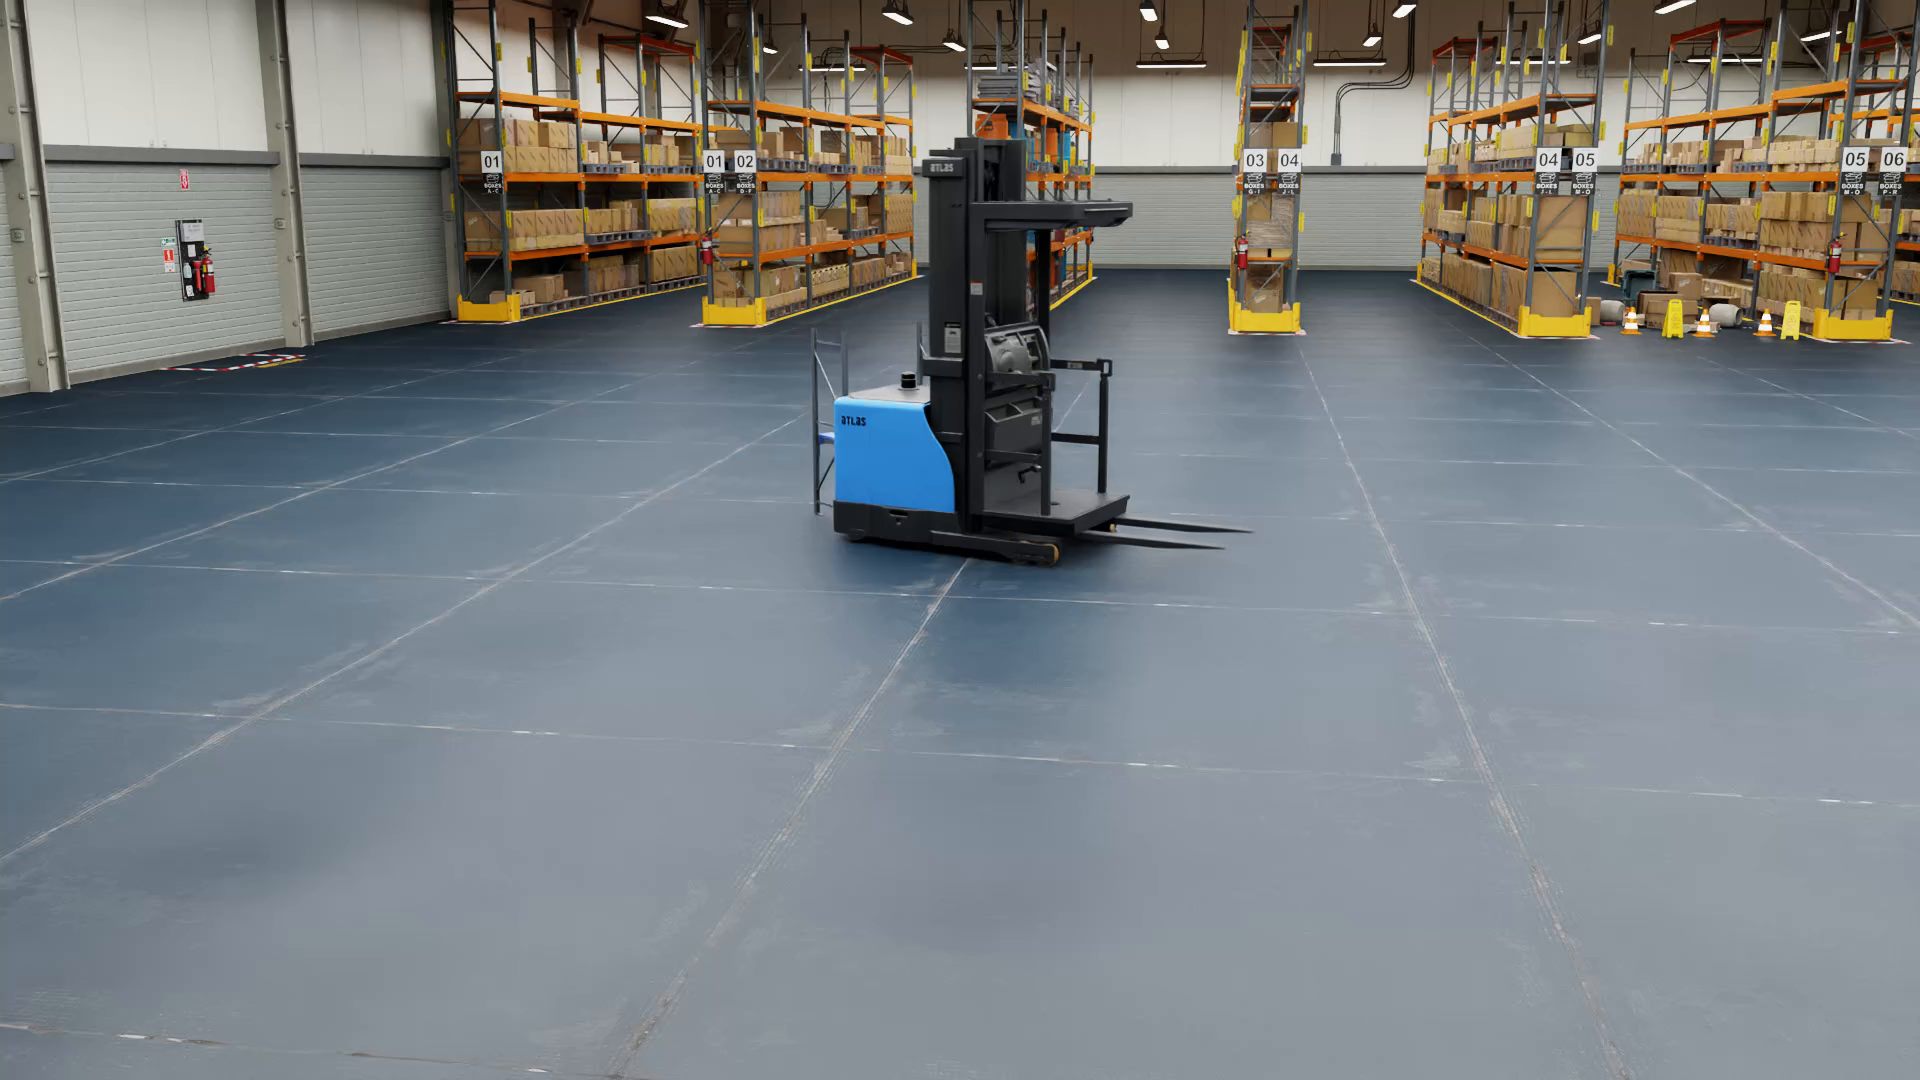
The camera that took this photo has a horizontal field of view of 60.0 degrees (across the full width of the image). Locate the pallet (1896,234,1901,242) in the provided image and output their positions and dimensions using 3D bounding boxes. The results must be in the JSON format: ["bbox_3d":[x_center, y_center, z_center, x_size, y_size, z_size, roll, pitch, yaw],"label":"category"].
[{"bbox_3d":[21.833,-7.004,38.329,1.003,0.211,1.213,2,12,9],"label":"pallet"}]

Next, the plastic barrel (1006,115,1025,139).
[{"bbox_3d":[0.983,-7.950,32.956,0.600,0.901,0.708,2,12,9],"label":"plastic barrel"}]

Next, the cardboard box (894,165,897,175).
[{"bbox_3d":[-1.943,-9.758,43.887,0.500,0.250,0.500,2,12,9],"label":"cardboard box"}]

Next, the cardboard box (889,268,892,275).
[{"bbox_3d":[-2.020,-7.154,44.252,0.380,0.166,0.250,2,12,9],"label":"cardboard box"}]

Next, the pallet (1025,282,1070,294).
[{"bbox_3d":[2.128,-6.125,40.415,1.003,0.211,1.213,2,12,9],"label":"pallet"}]

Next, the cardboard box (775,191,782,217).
[{"bbox_3d":[-3.945,-6.675,33.032,0.700,0.500,0.500,2,12,9],"label":"cardboard box"}]

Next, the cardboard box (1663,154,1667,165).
[{"bbox_3d":[16.736,-8.934,39.030,0.396,0.266,0.258,2,12,8],"label":"cardboard box"}]

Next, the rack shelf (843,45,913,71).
[{"bbox_3d":[-2.114,-12.686,43.816,1.077,0.370,4.000,2,12,9],"label":"rack shelf"}]

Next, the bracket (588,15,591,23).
[{"bbox_3d":[-8.572,-11.915,37.878,0.235,0.232,0.430,2,12,9],"label":"bracket"}]

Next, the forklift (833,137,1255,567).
[{"bbox_3d":[0.595,-1.372,11.903,3.031,2.935,1.130,6,14,27],"label":"forklift"}]

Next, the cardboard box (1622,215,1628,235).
[{"bbox_3d":[17.366,-8.106,42.747,0.500,0.500,0.500,2,12,8],"label":"cardboard box"}]

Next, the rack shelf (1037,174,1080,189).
[{"bbox_3d":[2.165,-8.601,39.870,1.077,0.370,4.000,2,12,9],"label":"rack shelf"}]

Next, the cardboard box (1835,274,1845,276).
[{"bbox_3d":[15.949,-4.639,30.650,0.500,0.500,0.500,3,12,12],"label":"cardboard box"}]

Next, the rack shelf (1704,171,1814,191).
[{"bbox_3d":[16.236,-7.286,33.771,1.077,0.370,4.000,2,12,9],"label":"rack shelf"}]

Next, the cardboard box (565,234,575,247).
[{"bbox_3d":[-8.405,-6.283,34.834,0.500,0.250,0.500,2,12,9],"label":"cardboard box"}]

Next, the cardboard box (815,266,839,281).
[{"bbox_3d":[-3.028,-6.036,37.580,0.500,0.311,0.500,2,12,8],"label":"cardboard box"}]

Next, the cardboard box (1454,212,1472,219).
[{"bbox_3d":[11.300,-7.270,37.294,0.380,0.149,0.250,2,12,8],"label":"cardboard box"}]

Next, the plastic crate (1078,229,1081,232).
[{"bbox_3d":[3.025,-8.247,43.895,0.416,0.233,0.300,2,12,9],"label":"plastic crate"}]

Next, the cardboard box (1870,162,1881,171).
[{"bbox_3d":[15.685,-6.325,28.198,0.380,0.149,0.250,2,12,9],"label":"cardboard box"}]

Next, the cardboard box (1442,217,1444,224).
[{"bbox_3d":[11.620,-7.559,39.342,0.380,0.149,0.250,1,12,6],"label":"cardboard box"}]

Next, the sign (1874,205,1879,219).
[{"bbox_3d":[21.527,-7.700,39.048,0.100,0.325,0.005,2,12,9],"label":"sign"}]

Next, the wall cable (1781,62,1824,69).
[{"bbox_3d":[24.812,-14.878,46.970,2.988,3.039,0.133,2,12,9],"label":"wall cable"}]

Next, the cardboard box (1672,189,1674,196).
[{"bbox_3d":[17.039,-8.401,40.207,0.380,0.149,0.250,2,12,10],"label":"cardboard box"}]

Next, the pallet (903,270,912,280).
[{"bbox_3d":[-1.939,-7.351,46.104,1.003,0.211,1.213,2,12,9],"label":"pallet"}]

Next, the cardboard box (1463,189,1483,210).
[{"bbox_3d":[12.562,-8.329,40.706,0.500,0.500,0.500,2,12,10],"label":"cardboard box"}]

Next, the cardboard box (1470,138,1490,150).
[{"bbox_3d":[11.442,-8.710,36.613,0.396,0.266,0.258,2,12,9],"label":"cardboard box"}]

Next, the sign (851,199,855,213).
[{"bbox_3d":[-2.487,-7.780,38.724,0.100,0.325,0.005,2,12,9],"label":"sign"}]

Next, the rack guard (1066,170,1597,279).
[{"bbox_3d":[6.732,-6.835,37.503,11.052,2.825,16.299,2,12,9],"label":"rack guard"}]

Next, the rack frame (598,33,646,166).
[{"bbox_3d":[-7.932,-10.323,39.036,1.000,3.000,0.127,2,12,9],"label":"rack frame"}]

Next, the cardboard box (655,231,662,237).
[{"bbox_3d":[-7.480,-7.443,40.461,0.380,0.149,0.250,2,12,10],"label":"cardboard box"}]

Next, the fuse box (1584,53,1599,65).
[{"bbox_3d":[18.364,-13.927,48.164,0.513,0.334,0.176,2,12,9],"label":"fuse box"}]

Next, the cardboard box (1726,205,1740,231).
[{"bbox_3d":[16.013,-6.578,33.957,0.500,0.500,0.500,1,12,7],"label":"cardboard box"}]

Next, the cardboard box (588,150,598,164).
[{"bbox_3d":[-8.289,-8.426,36.564,0.500,0.311,0.500,2,12,10],"label":"cardboard box"}]

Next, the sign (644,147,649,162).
[{"bbox_3d":[-7.396,-9.092,39.214,0.100,0.325,0.005,2,12,9],"label":"sign"}]

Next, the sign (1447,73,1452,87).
[{"bbox_3d":[11.719,-11.010,39.814,0.100,0.325,0.005,2,12,9],"label":"sign"}]

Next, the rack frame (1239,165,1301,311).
[{"bbox_3d":[5.521,-5.244,29.706,1.000,3.000,0.127,2,12,9],"label":"rack frame"}]

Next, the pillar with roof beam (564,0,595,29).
[{"bbox_3d":[-4.544,-12.874,36.600,8.718,2.987,0.548,2,12,9],"label":"pillar with roof beam"}]

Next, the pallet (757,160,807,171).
[{"bbox_3d":[-3.757,-7.643,33.928,1.003,0.211,1.213,2,12,9],"label":"pallet"}]

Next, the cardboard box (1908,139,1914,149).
[{"bbox_3d":[22.085,-9.140,38.339,0.396,0.266,0.258,2,12,8],"label":"cardboard box"}]

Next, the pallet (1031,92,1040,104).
[{"bbox_3d":[0.958,-8.455,31.762,1.003,0.211,1.213,2,12,9],"label":"pallet"}]

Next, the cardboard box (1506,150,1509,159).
[{"bbox_3d":[10.513,-7.270,31.348,0.380,0.149,0.250,2,12,8],"label":"cardboard box"}]

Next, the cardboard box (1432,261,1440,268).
[{"bbox_3d":[12.148,-6.963,42.039,0.380,0.149,0.250,1,12,6],"label":"cardboard box"}]

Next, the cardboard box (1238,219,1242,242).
[{"bbox_3d":[5.591,-5.660,30.692,0.875,0.500,0.500,2,12,9],"label":"cardboard box"}]

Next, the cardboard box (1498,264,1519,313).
[{"bbox_3d":[10.721,-4.745,31.438,0.875,0.875,0.875,2,12,9],"label":"cardboard box"}]

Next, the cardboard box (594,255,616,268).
[{"bbox_3d":[-8.215,-6.375,38.064,0.500,0.250,0.500,2,12,8],"label":"cardboard box"}]

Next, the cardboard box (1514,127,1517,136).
[{"bbox_3d":[10.396,-7.501,30.528,0.380,0.149,0.250,2,12,8],"label":"cardboard box"}]

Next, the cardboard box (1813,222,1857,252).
[{"bbox_3d":[15.124,-5.239,28.740,0.500,0.500,0.500,2,12,8],"label":"cardboard box"}]

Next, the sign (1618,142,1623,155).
[{"bbox_3d":[17.227,-10.205,43.344,0.100,0.325,0.005,2,12,9],"label":"sign"}]

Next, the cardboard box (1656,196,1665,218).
[{"bbox_3d":[16.807,-7.876,39.310,0.500,0.500,0.500,2,12,9],"label":"cardboard box"}]

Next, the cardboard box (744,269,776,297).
[{"bbox_3d":[-3.889,-5.002,32.333,0.500,0.500,0.500,2,12,9],"label":"cardboard box"}]

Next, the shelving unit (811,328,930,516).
[{"bbox_3d":[-0.616,-0.967,13.420,1.039,1.500,0.500,-9,15,-35],"label":"shelving unit"}]

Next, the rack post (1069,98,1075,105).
[{"bbox_3d":[2.312,-10.624,40.609,0.937,0.300,0.954,2,12,8],"label":"rack post"}]

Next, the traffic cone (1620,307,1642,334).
[{"bbox_3d":[11.891,-3.887,29.429,0.336,0.463,0.334,2,12,9],"label":"traffic cone"}]
